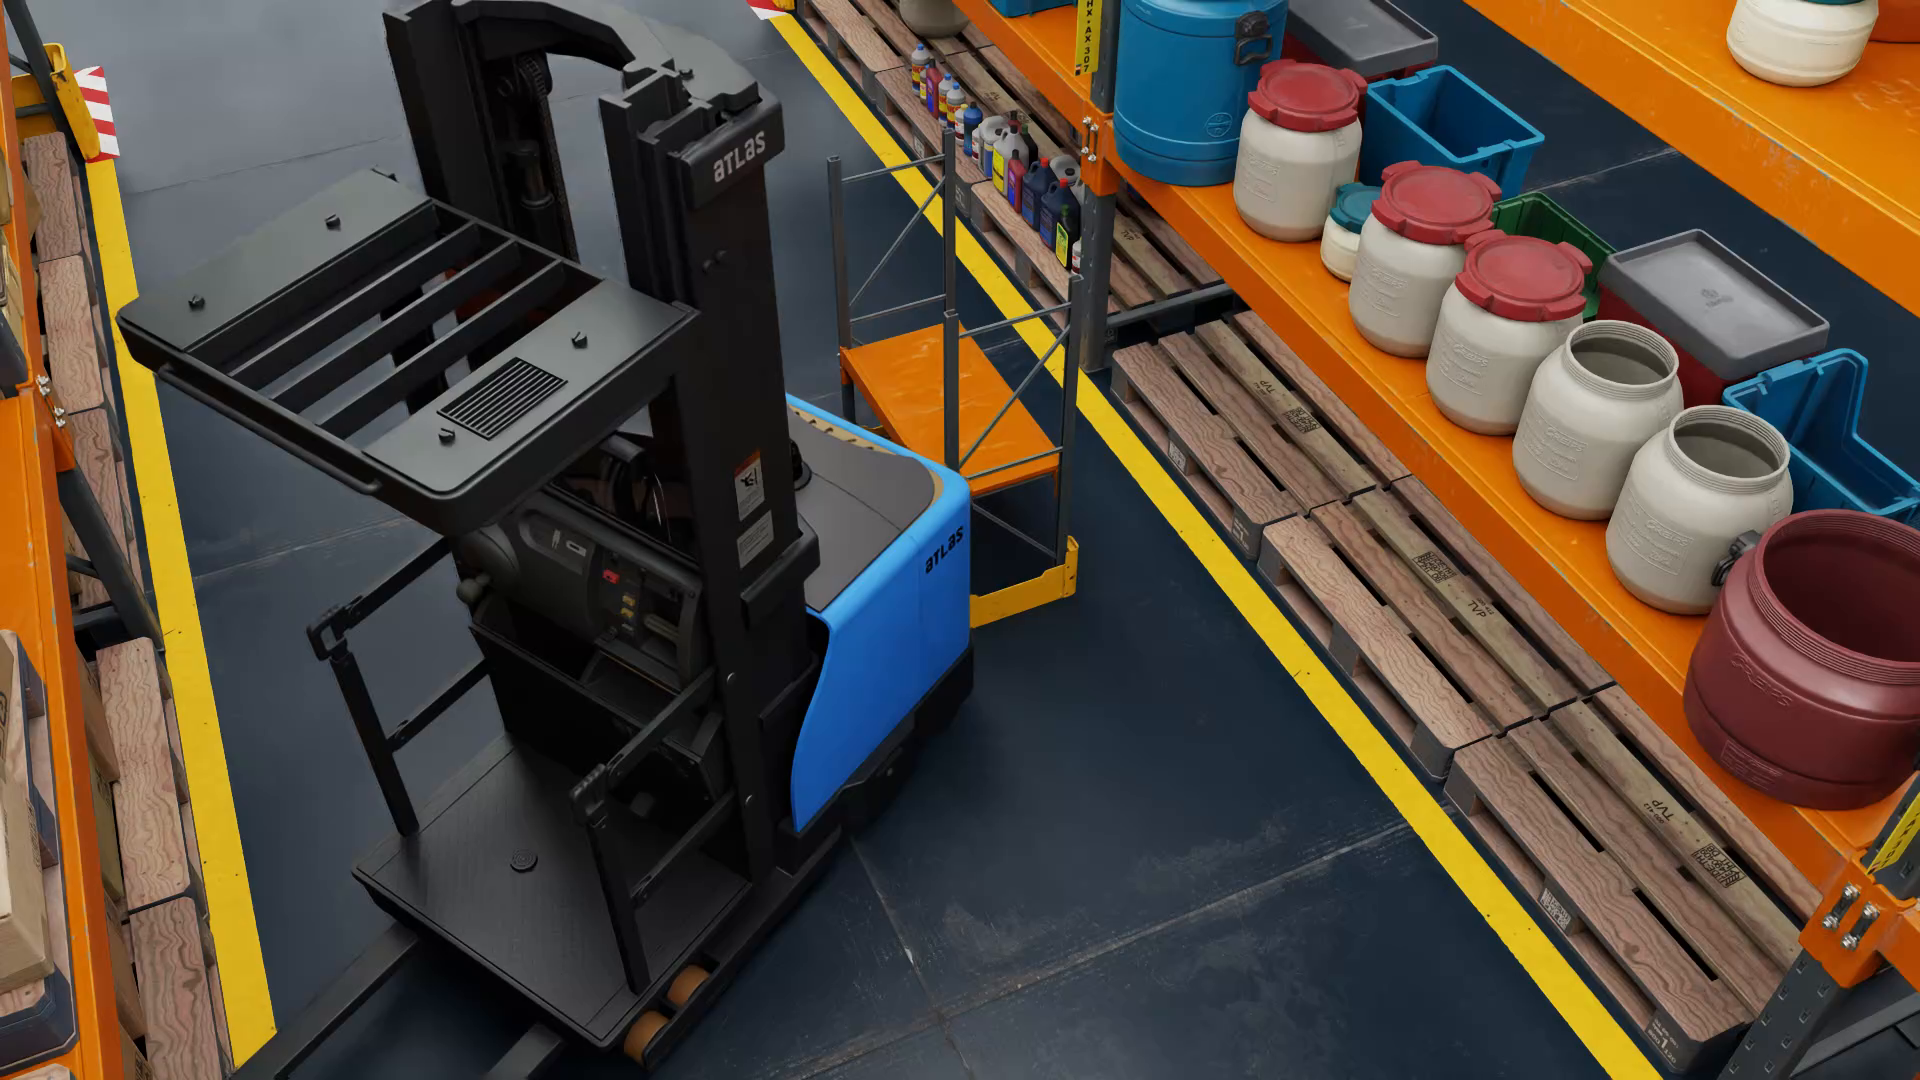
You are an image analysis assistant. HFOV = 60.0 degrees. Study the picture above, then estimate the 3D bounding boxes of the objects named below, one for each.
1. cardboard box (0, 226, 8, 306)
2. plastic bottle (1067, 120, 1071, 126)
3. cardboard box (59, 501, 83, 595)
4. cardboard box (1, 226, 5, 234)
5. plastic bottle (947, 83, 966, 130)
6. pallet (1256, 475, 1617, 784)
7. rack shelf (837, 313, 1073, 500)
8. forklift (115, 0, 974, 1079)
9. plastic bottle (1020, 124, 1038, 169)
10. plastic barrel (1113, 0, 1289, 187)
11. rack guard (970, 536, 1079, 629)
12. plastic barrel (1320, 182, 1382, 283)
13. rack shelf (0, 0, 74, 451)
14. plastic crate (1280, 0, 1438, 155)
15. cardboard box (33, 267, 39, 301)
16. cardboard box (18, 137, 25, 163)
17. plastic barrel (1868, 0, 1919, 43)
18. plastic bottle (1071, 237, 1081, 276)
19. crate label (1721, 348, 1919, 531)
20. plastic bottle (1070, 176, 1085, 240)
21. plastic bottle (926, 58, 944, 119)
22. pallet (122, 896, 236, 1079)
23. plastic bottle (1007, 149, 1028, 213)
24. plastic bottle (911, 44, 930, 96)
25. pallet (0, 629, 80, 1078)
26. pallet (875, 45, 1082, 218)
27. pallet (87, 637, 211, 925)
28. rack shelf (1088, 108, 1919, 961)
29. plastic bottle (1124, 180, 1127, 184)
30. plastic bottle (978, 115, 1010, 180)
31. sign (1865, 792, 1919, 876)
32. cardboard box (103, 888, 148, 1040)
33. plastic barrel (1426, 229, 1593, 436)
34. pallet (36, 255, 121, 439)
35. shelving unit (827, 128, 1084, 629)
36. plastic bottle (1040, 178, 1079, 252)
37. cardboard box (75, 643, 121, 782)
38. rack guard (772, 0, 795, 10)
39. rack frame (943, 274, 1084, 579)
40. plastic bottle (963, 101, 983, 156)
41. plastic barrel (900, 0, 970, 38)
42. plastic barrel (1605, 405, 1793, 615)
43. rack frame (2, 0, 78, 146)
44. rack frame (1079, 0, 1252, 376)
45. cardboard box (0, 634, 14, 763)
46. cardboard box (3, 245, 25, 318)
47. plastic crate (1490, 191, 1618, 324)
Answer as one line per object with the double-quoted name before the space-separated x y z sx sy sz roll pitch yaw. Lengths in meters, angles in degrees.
"cardboard box" -3.631 -0.980 5.324 0.875 0.500 0.500 -18 47 -17
"plastic bottle" 0.606 -2.240 8.563 0.097 0.201 0.097 0 45 0
"cardboard box" -3.629 -0.060 6.156 0.500 0.500 0.500 -19 48 -19
"cardboard box" -3.652 -1.141 5.949 0.380 0.149 0.250 -18 47 -17
"plastic bottle" -0.020 -2.201 8.474 0.097 0.271 0.097 0 45 0
"pallet" 1.879 0.264 6.332 1.003 0.211 1.213 -18 47 -17
"rack shelf" -0.036 -0.460 6.405 0.538 0.185 1.000 -18 47 -17
"forklift" -1.199 0.180 4.481 1.130 2.935 3.031 26 50 24
"plastic bottle" 0.330 -1.886 8.146 0.061 0.283 0.133 -18 47 -17
"plastic barrel" 0.884 -1.839 6.121 0.600 0.901 0.708 -18 47 -17
"rack guard" 0.177 0.180 6.390 0.587 0.250 0.087 -18 47 -17
"plastic barrel" 1.414 -1.058 5.785 0.301 0.262 0.301 0 45 0
"rack shelf" -4.338 -1.552 6.699 1.077 0.370 4.000 -18 47 -17
"plastic crate" 1.478 -1.801 6.394 0.402 0.464 0.583 -18 47 -17
"cardboard box" -4.403 -1.164 7.275 0.500 0.500 0.500 -14 46 -14
"cardboard box" -4.932 -1.939 8.060 0.500 0.500 0.500 -10 45 -10
"plastic barrel" 2.255 -1.672 3.867 0.600 0.830 0.708 -18 47 -17
"plastic bottle" 0.561 -1.296 7.607 0.097 0.201 0.097 0 45 0
"crate label" 2.506 -0.173 4.764 0.502 0.435 0.616 -18 47 -17
"plastic bottle" 0.595 -1.578 7.786 0.144 0.351 0.185 -18 47 -17
"plastic bottle" -0.127 -2.338 8.604 0.061 0.283 0.133 -17 47 -17
"pallet" -2.652 1.734 4.843 1.003 0.211 1.213 -18 47 -17
"plastic bottle" 0.277 -1.725 7.983 0.061 0.283 0.133 -15 47 -15
"plastic bottle" -0.206 -2.483 8.760 0.097 0.271 0.097 0 45 0
"pallet" -2.685 0.835 3.905 1.003 0.211 1.213 -18 47 -17
"pallet" 0.235 -2.222 8.852 1.003 0.211 1.213 -18 47 -17
"pallet" -3.169 0.955 5.632 1.003 0.211 1.213 -18 47 -17
"rack shelf" 1.837 -0.465 5.598 1.077 0.370 4.000 -18 47 -17
"plastic bottle" 0.863 -1.875 8.144 0.097 0.271 0.097 0 45 0
"plastic bottle" 0.183 -1.941 8.208 0.152 0.276 0.135 -17 47 -17
"sign" 2.182 0.662 3.827 0.100 0.325 0.005 -18 47 -17
"cardboard box" -2.840 1.263 4.800 0.700 0.500 0.500 -22 49 -21
"plastic barrel" 1.690 -0.627 5.153 0.433 0.535 0.433 0 45 0
"pallet" -4.329 -0.737 7.346 1.003 0.211 1.213 -18 47 -17
"shelving unit" -0.032 -0.582 6.272 0.587 1.500 1.083 -18 47 -17
"plastic bottle" 0.464 -1.535 7.743 0.144 0.351 0.185 -19 48 -18
"cardboard box" -3.259 0.597 5.475 0.700 0.500 0.500 -22 49 -20
"rack guard" -0.611 -3.621 10.064 1.175 0.500 0.348 -18 47 -17
"rack frame" 0.178 -0.264 5.950 0.500 1.500 0.032 -18 47 -17
"plastic bottle" 0.065 -2.072 8.343 0.097 0.271 0.097 0 45 0
"plastic barrel" -0.129 -3.093 9.221 0.421 0.512 0.421 0 45 0
"plastic barrel" 2.052 -0.079 4.615 0.421 0.512 0.421 0 45 0
"rack frame" -5.179 -3.082 7.738 1.000 3.000 0.127 -18 47 -17
"rack frame" 0.996 -1.996 6.637 1.000 3.000 0.127 -18 47 -17
"cardboard box" -2.685 0.358 3.879 0.797 0.503 0.637 -14 46 -13
"cardboard box" -3.408 -0.833 5.637 0.380 0.149 0.250 -18 47 -17
"plastic crate" 1.985 -0.894 5.671 0.450 0.188 0.662 -18 47 -17
